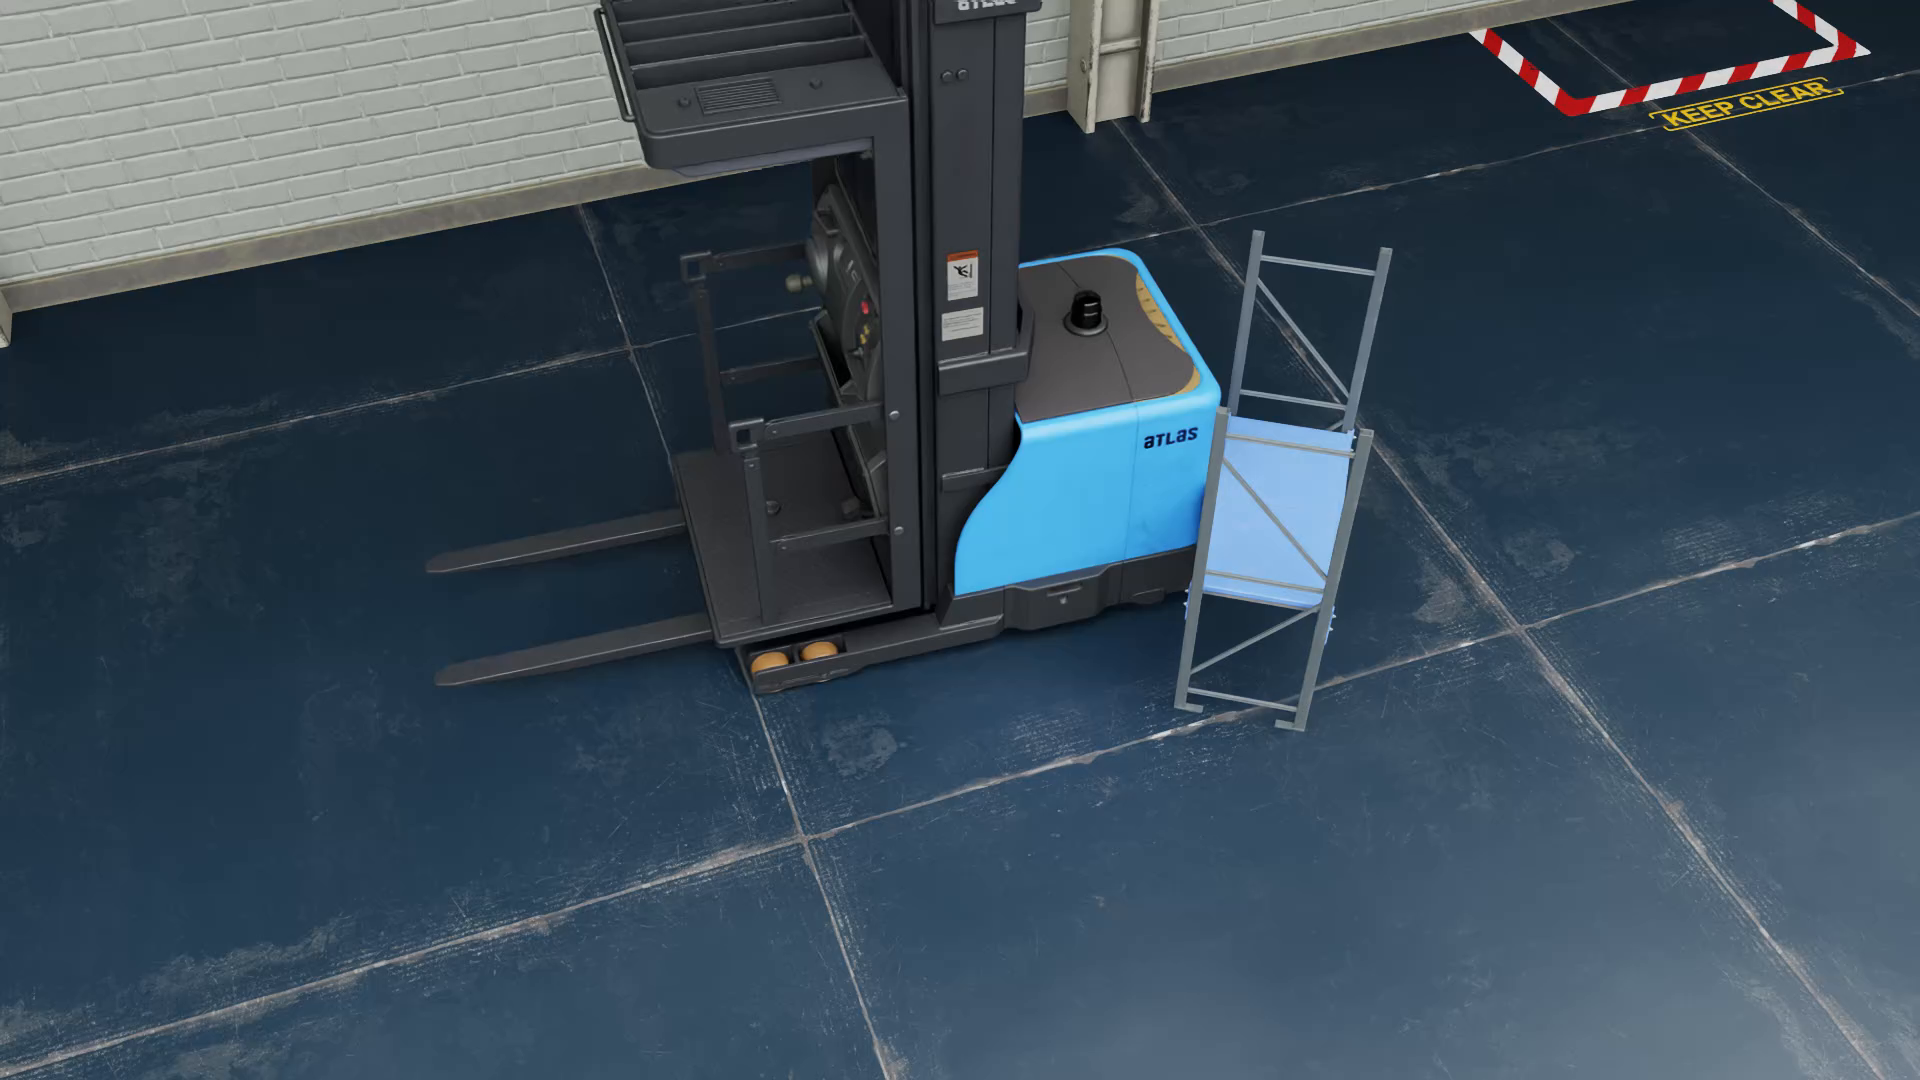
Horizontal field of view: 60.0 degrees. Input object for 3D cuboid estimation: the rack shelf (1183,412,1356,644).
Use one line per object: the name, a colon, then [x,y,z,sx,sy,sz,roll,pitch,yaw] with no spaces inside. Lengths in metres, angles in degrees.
rack shelf: [1.190,-0.073,6.328,0.538,0.185,1.000,10,46,10]

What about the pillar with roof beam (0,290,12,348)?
pillar with roof beam: [-3.343,-1.297,1.999,0.400,9.000,9.100,-14,47,-14]

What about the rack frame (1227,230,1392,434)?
rack frame: [1.311,-0.550,6.549,0.500,1.500,0.032,10,46,10]

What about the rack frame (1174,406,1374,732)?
rack frame: [1.070,0.149,5.851,0.500,1.500,0.032,10,46,10]

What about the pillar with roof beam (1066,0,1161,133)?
pillar with roof beam: [2.301,-2.740,3.437,0.400,9.000,9.100,-14,47,-14]

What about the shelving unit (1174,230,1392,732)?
shelving unit: [1.190,-0.200,6.200,0.538,1.500,1.048,10,46,10]

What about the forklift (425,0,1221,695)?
forklift: [-0.595,-0.860,5.847,3.031,2.935,1.130,-12,46,-11]
